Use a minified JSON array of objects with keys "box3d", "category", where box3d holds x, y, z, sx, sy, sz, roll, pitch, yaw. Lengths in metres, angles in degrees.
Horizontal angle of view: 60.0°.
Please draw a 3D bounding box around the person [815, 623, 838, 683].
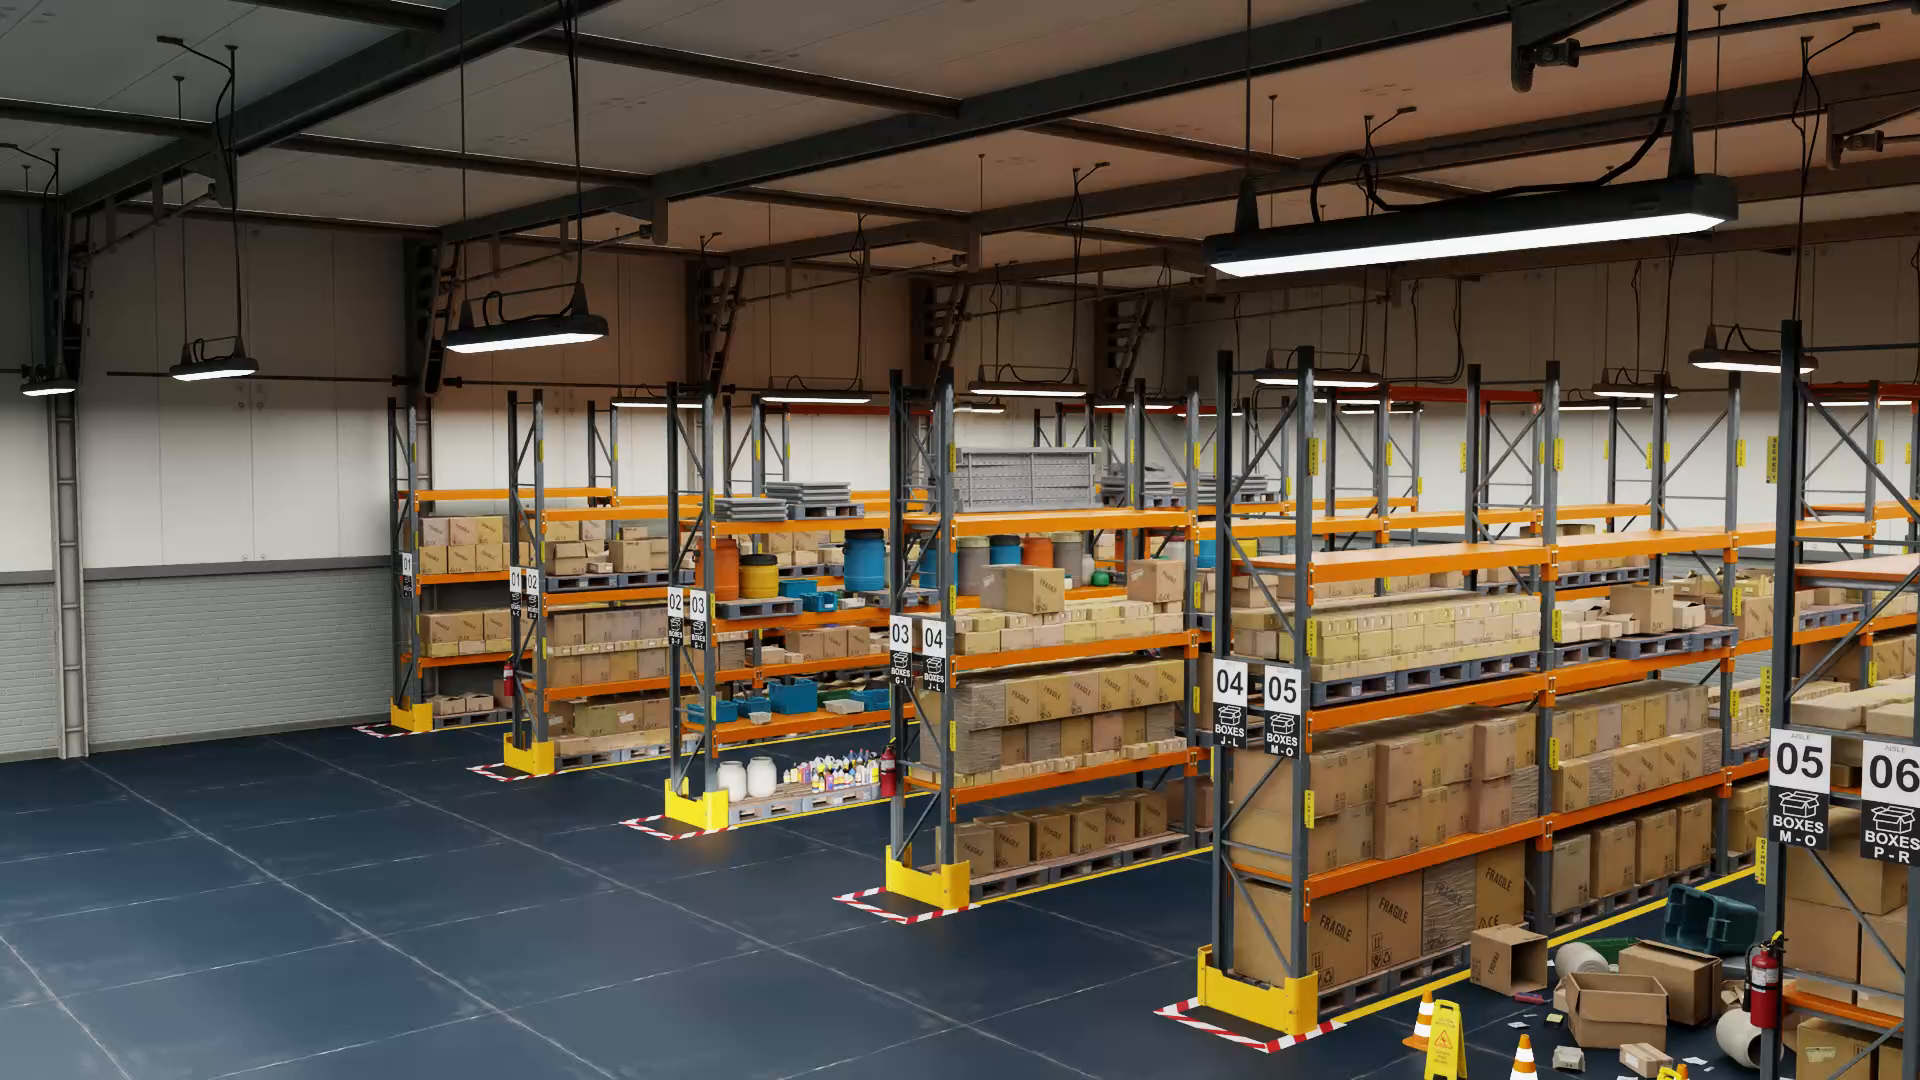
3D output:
[{"box3d":[-2.649,2.207,32.289,0.907,1.688,0.575,-3,4,-41],"category":"person"}]
